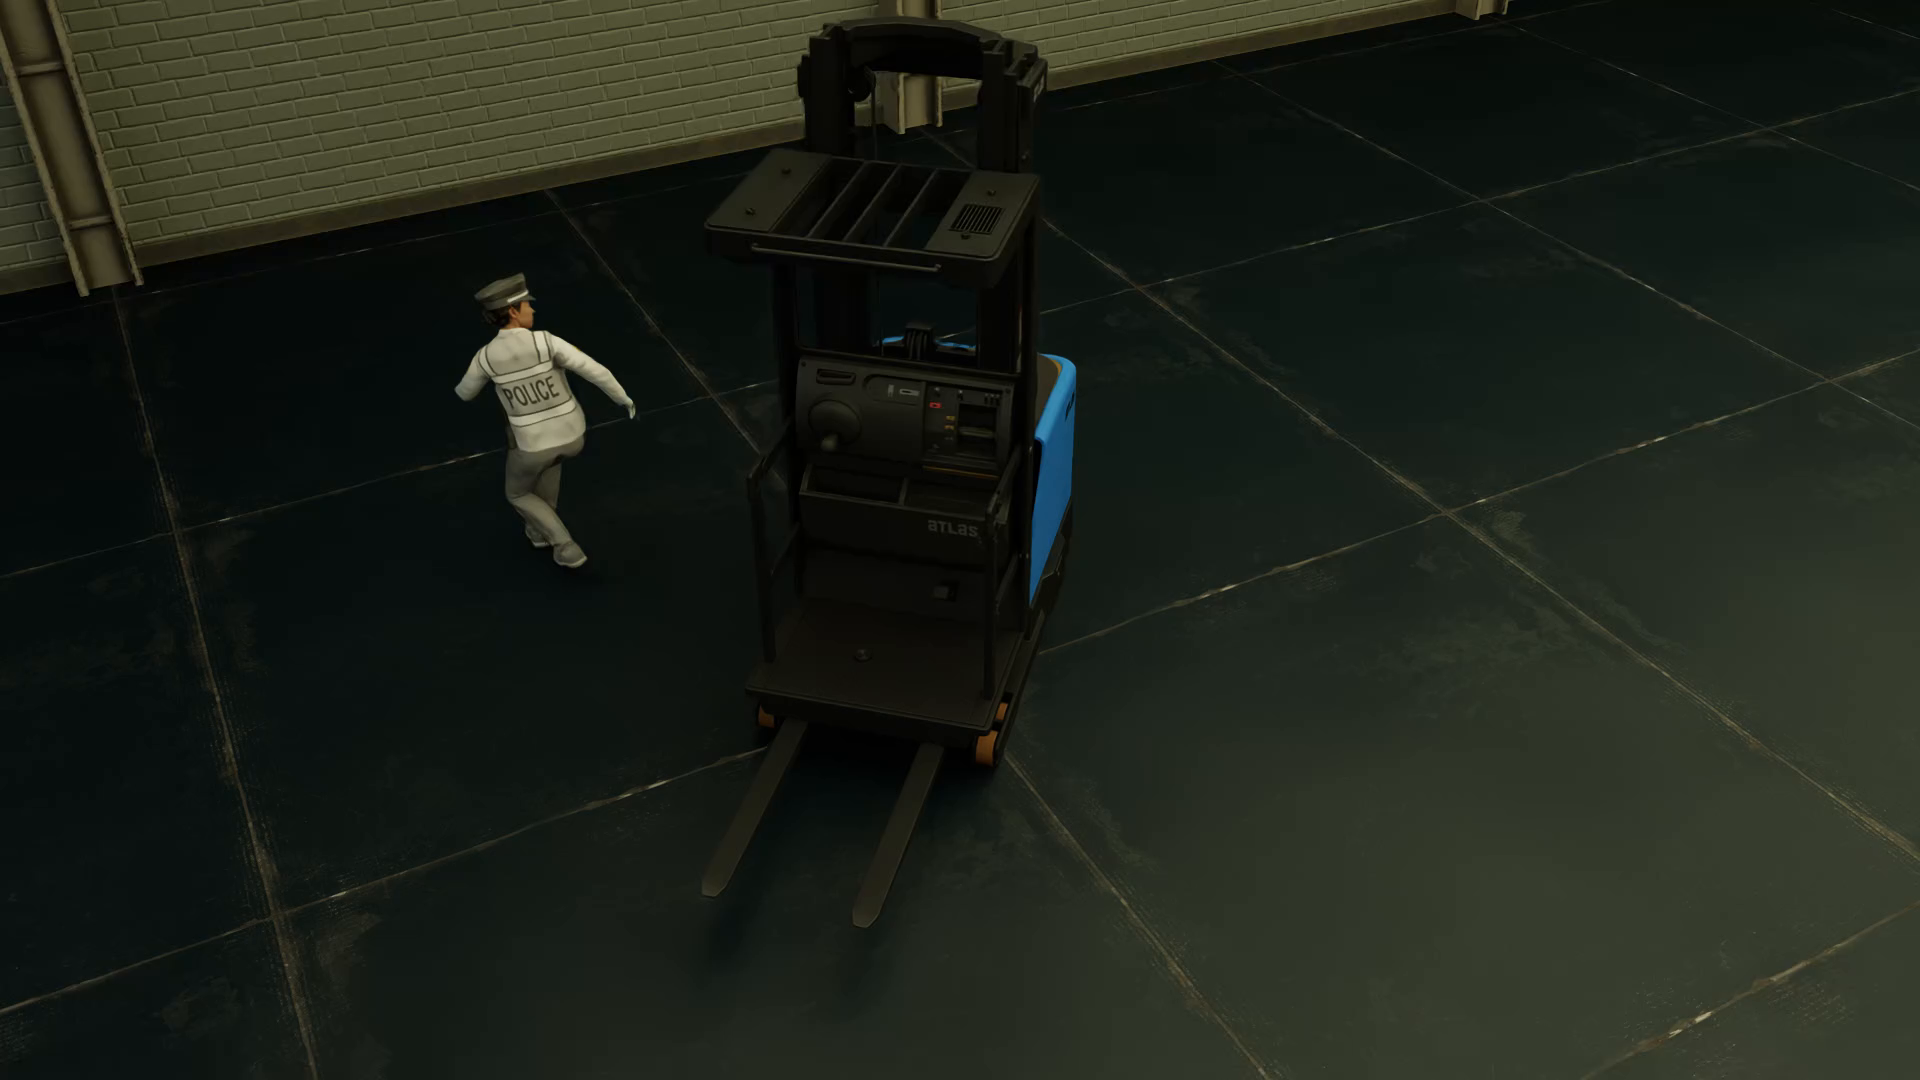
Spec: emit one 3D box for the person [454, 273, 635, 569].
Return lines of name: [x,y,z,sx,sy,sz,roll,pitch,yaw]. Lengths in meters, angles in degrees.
person: [-2.025,-0.608,8.195,0.814,1.552,0.802,-16,38,-21]

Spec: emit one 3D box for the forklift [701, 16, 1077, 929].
forklift: [-0.288,-0.455,6.767,1.130,2.935,3.031,9,36,12]
